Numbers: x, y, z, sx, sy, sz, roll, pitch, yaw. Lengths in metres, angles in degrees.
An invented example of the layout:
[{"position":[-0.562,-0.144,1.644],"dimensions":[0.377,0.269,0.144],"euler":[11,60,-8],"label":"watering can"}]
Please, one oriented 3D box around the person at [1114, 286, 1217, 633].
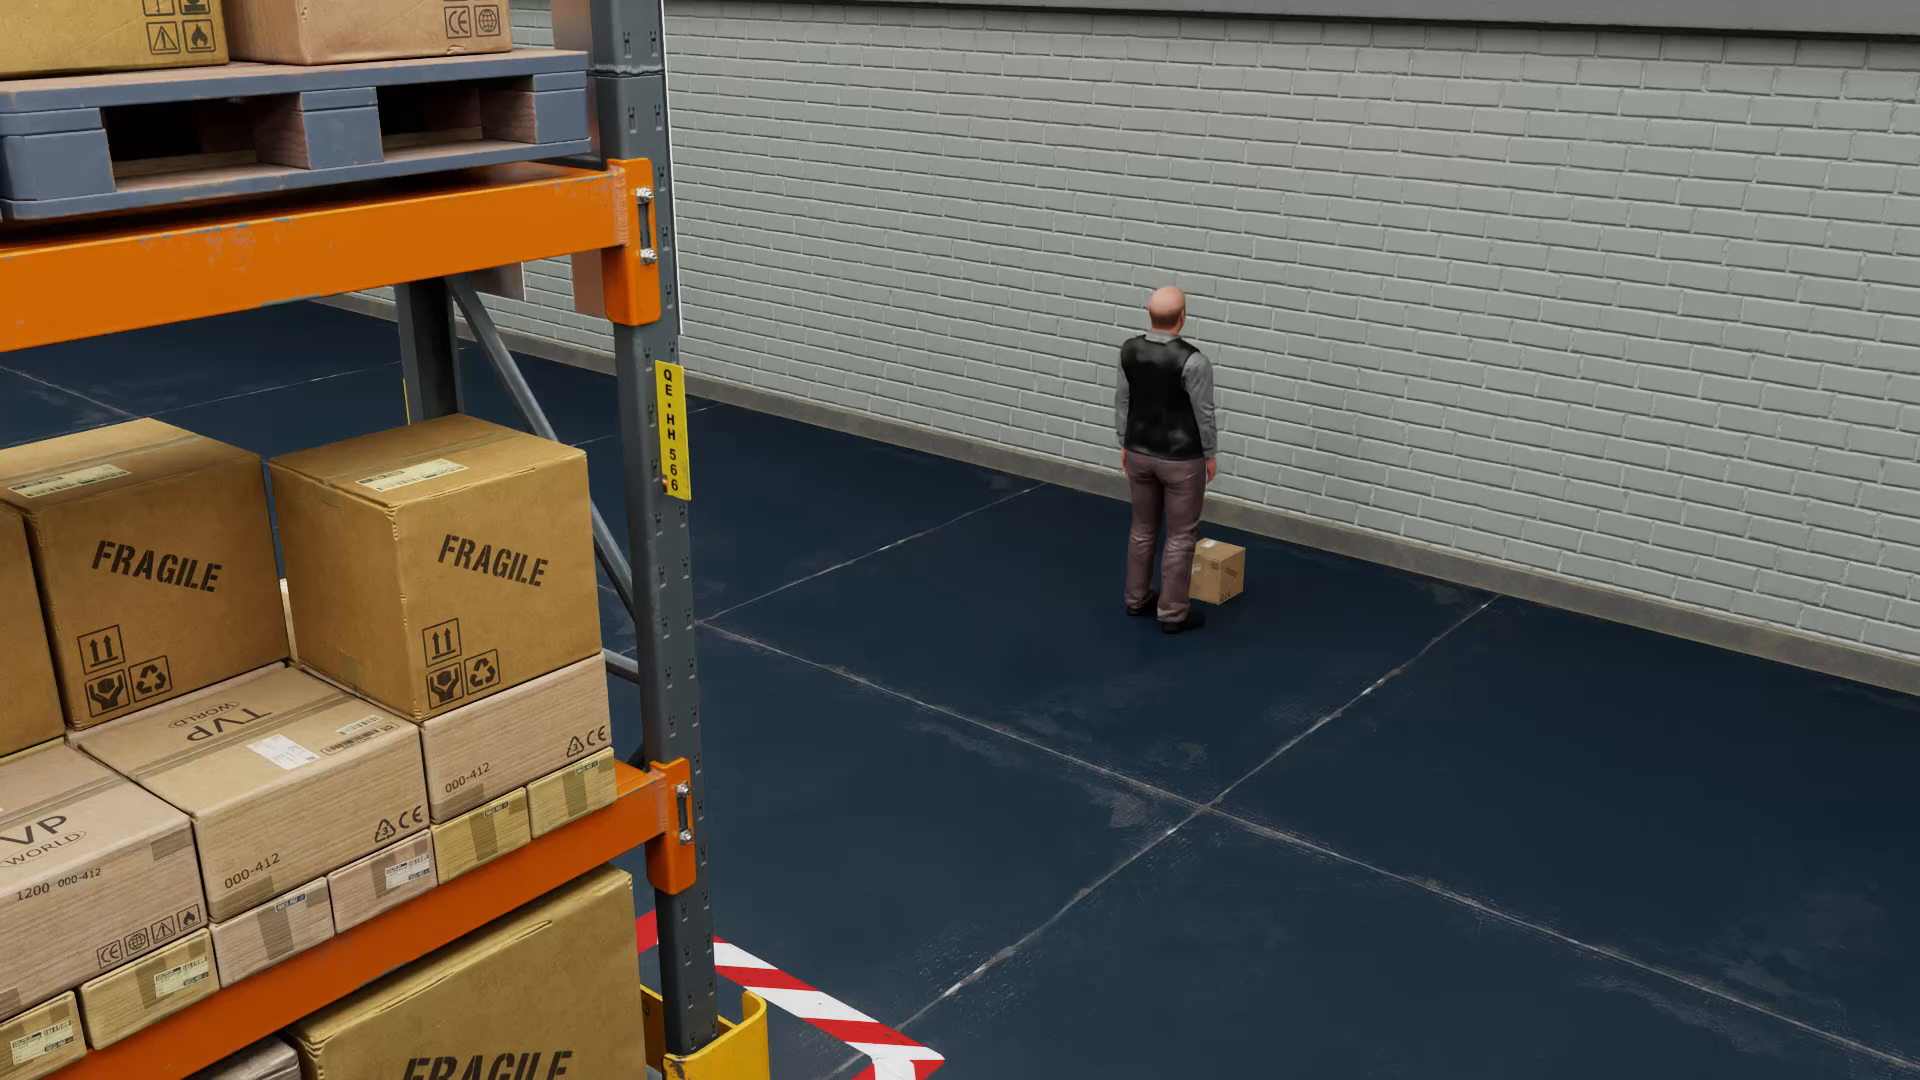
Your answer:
[{"position":[1.029,-0.406,8.235],"dimensions":[0.545,1.734,0.405],"euler":[16,26,38],"label":"person"}]
